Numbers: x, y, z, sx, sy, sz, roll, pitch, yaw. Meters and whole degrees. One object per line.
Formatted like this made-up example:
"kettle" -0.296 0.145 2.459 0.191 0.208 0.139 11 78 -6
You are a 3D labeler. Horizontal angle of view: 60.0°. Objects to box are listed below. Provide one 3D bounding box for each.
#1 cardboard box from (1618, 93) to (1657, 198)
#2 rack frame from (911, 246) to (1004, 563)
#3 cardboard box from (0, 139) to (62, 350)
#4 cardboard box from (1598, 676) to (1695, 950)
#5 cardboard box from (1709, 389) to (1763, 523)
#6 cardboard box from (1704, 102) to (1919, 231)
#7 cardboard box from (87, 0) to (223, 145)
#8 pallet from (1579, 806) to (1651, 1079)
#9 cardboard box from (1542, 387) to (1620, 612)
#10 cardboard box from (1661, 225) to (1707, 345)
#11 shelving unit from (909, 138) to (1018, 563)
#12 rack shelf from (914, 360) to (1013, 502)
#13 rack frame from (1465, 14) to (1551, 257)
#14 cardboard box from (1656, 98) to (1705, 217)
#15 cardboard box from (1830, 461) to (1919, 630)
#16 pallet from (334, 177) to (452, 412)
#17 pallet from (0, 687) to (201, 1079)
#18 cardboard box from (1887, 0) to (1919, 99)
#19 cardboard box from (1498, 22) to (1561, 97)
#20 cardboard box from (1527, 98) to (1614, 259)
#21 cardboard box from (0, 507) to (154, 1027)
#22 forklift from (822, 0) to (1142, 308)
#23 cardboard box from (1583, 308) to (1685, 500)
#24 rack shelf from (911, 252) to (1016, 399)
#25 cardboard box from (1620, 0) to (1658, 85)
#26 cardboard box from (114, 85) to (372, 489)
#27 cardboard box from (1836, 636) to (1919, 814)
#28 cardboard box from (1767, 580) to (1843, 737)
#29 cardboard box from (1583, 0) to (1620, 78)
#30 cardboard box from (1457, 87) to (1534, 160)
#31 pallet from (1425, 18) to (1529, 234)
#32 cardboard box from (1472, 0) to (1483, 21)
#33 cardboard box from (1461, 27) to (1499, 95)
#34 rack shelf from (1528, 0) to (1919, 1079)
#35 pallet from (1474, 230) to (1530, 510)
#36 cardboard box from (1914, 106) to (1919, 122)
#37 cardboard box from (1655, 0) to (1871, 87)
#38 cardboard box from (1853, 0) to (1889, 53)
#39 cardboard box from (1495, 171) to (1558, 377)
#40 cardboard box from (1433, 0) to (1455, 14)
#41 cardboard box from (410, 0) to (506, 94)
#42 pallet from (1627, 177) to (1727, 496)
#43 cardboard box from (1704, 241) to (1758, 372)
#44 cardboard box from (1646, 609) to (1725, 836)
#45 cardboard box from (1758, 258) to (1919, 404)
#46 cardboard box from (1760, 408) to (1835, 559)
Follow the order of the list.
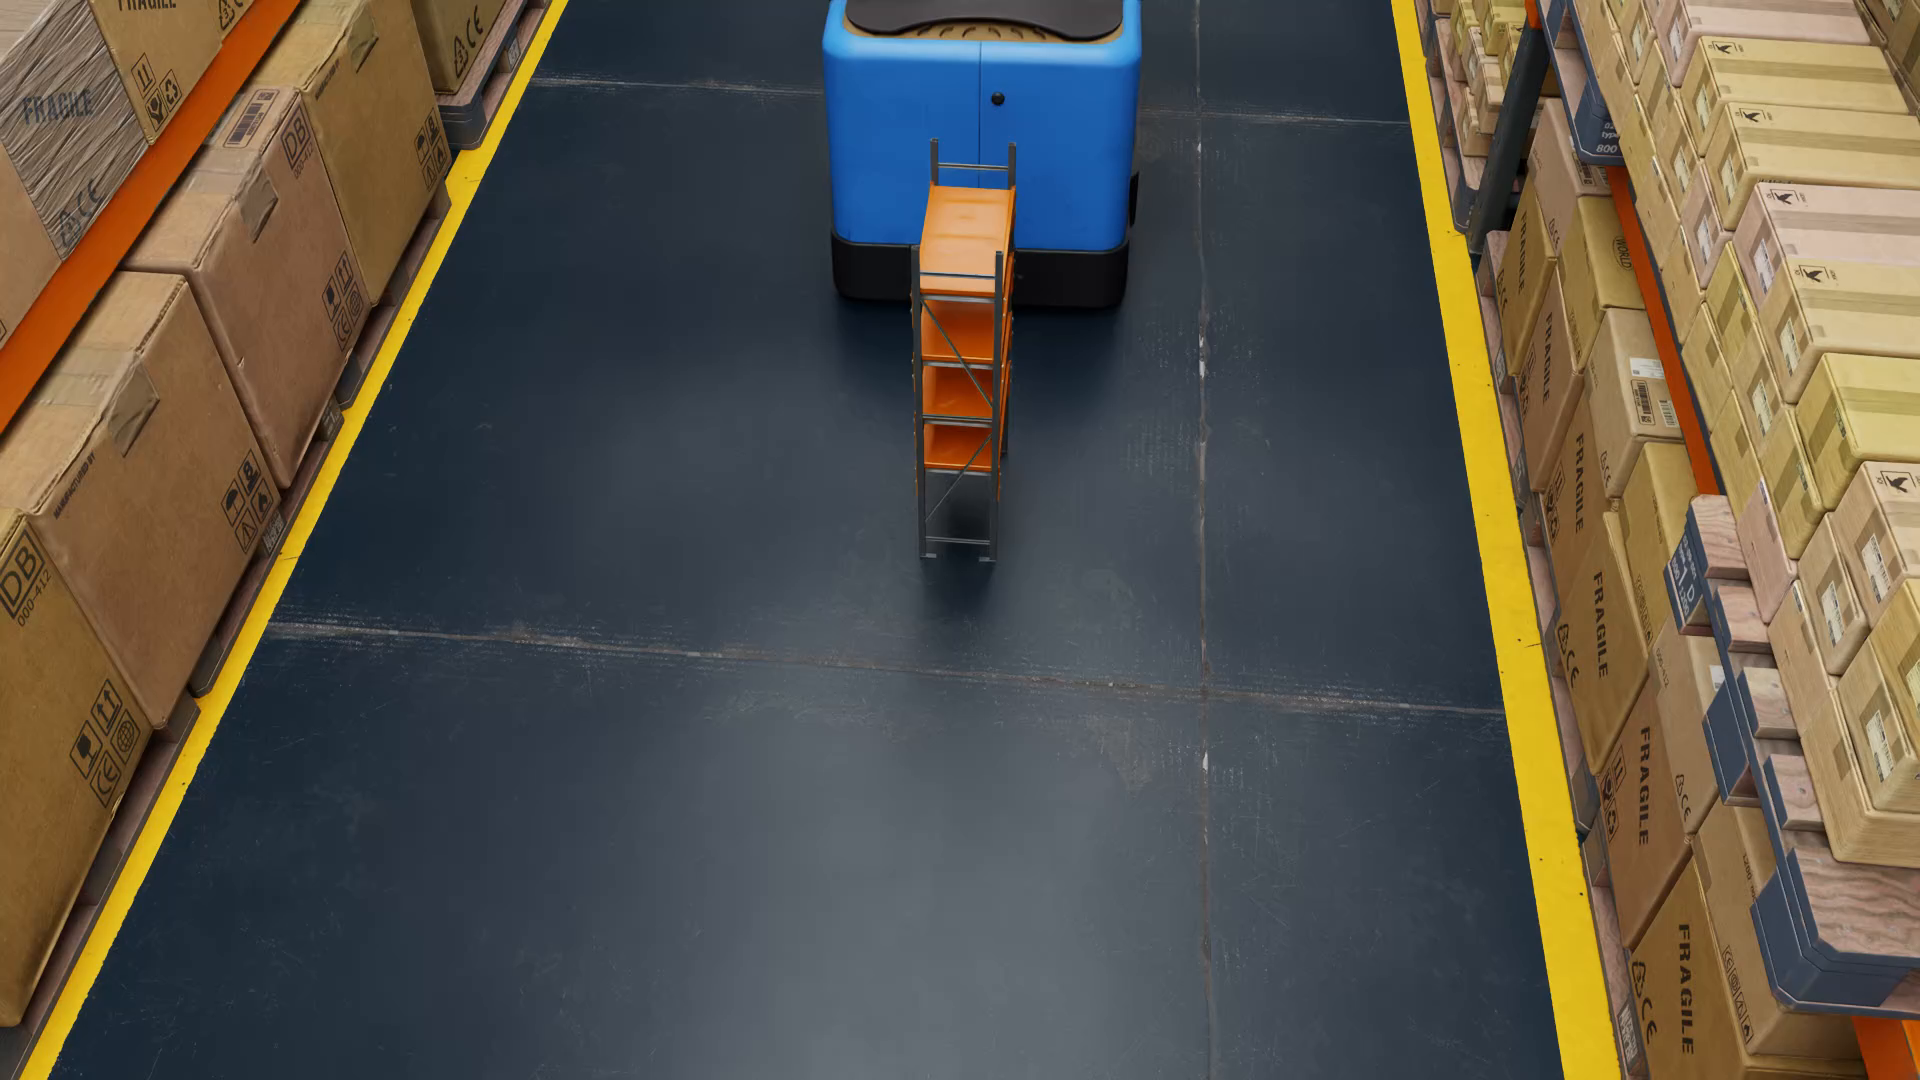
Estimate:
"cardboard box" 1.800 -0.926 3.949 0.380 0.149 0.250 3 48 3
"rack frame" -0.007 -0.347 4.755 0.240 1.200 0.015 4 48 4
"cardboard box" -2.484 -0.684 3.775 0.500 0.500 0.500 3 48 3
"cardboard box" 1.893 0.672 4.012 0.500 0.500 0.500 6 48 5
"cardboard box" 1.704 -0.152 3.242 0.380 0.149 0.250 3 48 3
"cardboard box" 1.751 -0.746 3.382 0.380 0.149 0.250 6 48 5
"cardboard box" -2.386 -1.419 4.447 0.500 0.500 0.500 3 48 3
"pallet" 2.115 1.219 3.992 1.003 0.211 1.213 4 48 4
"cardboard box" 1.995 -0.085 4.705 0.500 0.500 0.500 5 48 4
"cardboard box" 1.752 -0.540 3.597 0.380 0.149 0.250 5 48 5
"shelving unit" 0.015 -0.527 4.919 0.258 1.200 0.503 4 48 4
"rack shelf" 0.015 -0.347 5.115 0.258 0.148 0.480 4 48 4
"rack frame" 2.407 -2.087 5.126 1.000 3.000 0.127 4 48 4
"cardboard box" 1.773 -0.836 3.666 0.380 0.149 0.250 3 48 3
"cardboard box" 1.656 0.019 2.682 0.380 0.149 0.250 3 48 3
"pallet" -2.518 -0.982 6.005 1.003 0.211 1.213 4 48 4
"pallet" -2.740 0.811 4.365 1.003 0.211 1.213 4 48 4
"cardboard box" 2.474 -1.171 3.972 0.380 0.149 0.250 2 48 2
"cardboard box" 2.181 -1.746 6.059 0.380 0.149 0.250 5 48 5
"cardboard box" 2.077 -1.113 5.136 0.500 0.250 0.500 2 48 2
"cardboard box" -2.804 0.514 3.902 1.225 0.875 0.875 2 48 2
"forklift" 0.150 -2.899 5.916 1.130 2.935 3.031 2 48 2
"cardboard box" 1.980 -0.347 4.436 0.500 0.250 0.500 6 48 5
"rack shelf" 0.015 -0.632 4.803 0.258 0.148 0.480 4 48 4
"cardboard box" 1.823 -1.216 4.014 0.380 0.149 0.250 6 48 5
"cardboard box" -2.642 -0.791 5.096 1.225 0.875 0.875 2 48 2
"cardboard box" 1.634 0.301 2.626 0.380 0.149 0.250 5 48 4
"cardboard box" 1.654 0.220 2.902 0.380 0.149 0.250 4 48 3
"cardboard box" 1.843 -1.313 4.304 0.380 0.149 0.250 4 48 4
"cardboard box" 2.104 -1.578 6.308 0.380 0.149 0.250 4 48 4
"pallet" 2.433 -1.642 6.609 1.003 0.211 1.213 4 48 4
"cardboard box" 2.180 -2.120 6.401 0.380 0.149 0.250 3 48 3
"cardboard box" 2.132 -1.820 6.327 0.380 0.149 0.250 2 48 2
"rack shelf" 2.225 -0.375 4.047 1.077 0.370 4.000 4 48 4
"pallet" 2.338 -0.574 5.632 1.003 0.211 1.213 4 48 4
"cardboard box" 2.453 -0.881 3.909 0.380 0.149 0.250 6 48 5
"cardboard box" 1.797 -1.136 3.739 0.380 0.149 0.250 5 48 5
"cardboard box" 2.497 -1.281 4.274 0.380 0.149 0.250 2 48 2
"cardboard box" 2.076 -0.860 5.413 0.500 0.500 0.500 6 48 5
"cardboard box" 2.198 -2.338 7.003 0.380 0.149 0.250 4 48 3
"cardboard box" -2.383 -2.399 6.567 0.875 0.875 0.875 4 48 4
"pallet" 2.182 -0.540 3.841 1.003 0.211 1.213 4 48 4
"cardboard box" 1.727 -0.455 3.318 0.380 0.149 0.250 4 48 3
"cardboard box" 1.879 0.409 3.744 0.500 0.250 0.500 4 48 4
"cardboard box" 1.701 -0.370 3.038 0.380 0.149 0.250 5 48 5
"cardboard box" 1.678 -0.088 2.982 0.380 0.149 0.250 5 48 4
